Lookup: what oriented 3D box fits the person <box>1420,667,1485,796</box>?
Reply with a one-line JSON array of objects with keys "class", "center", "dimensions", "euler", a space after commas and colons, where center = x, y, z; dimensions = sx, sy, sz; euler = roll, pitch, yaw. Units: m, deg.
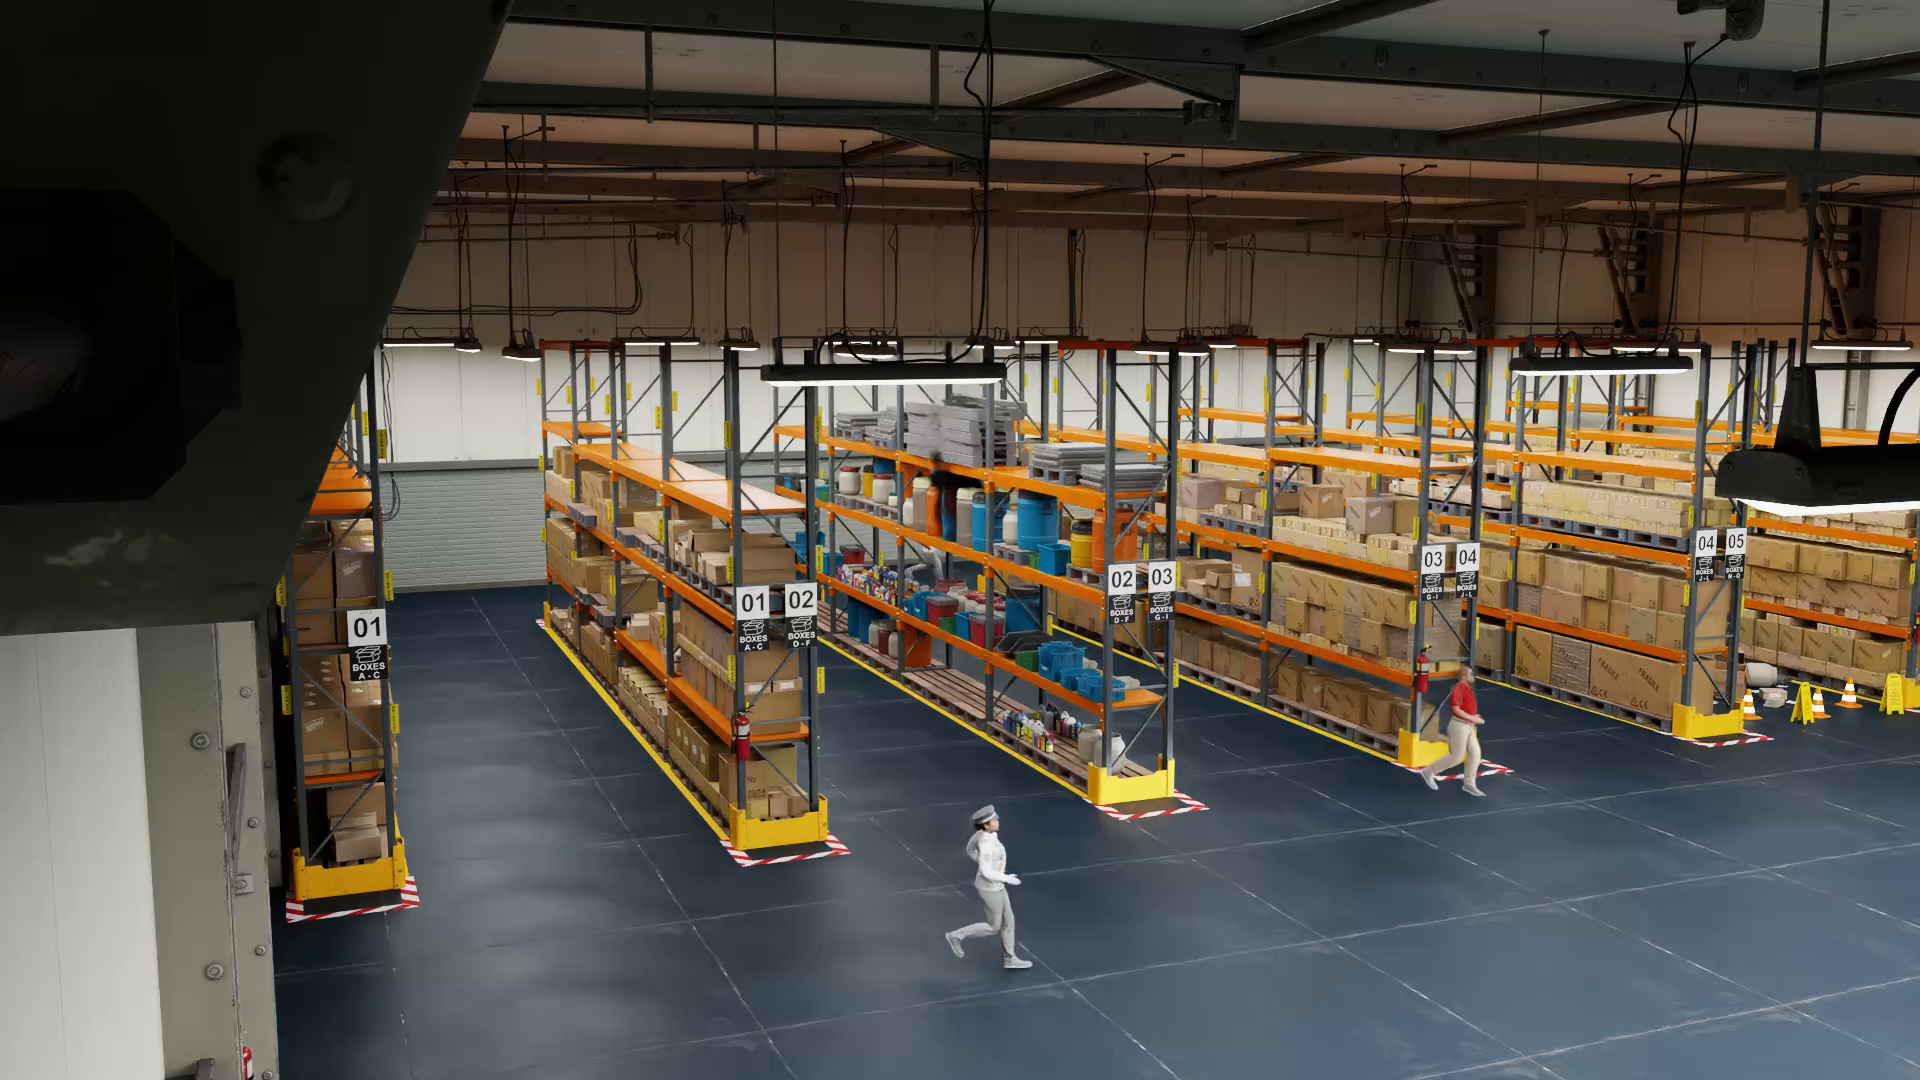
[{"class": "person", "center": [6.753, 2.576, 22.586], "dimensions": [0.849, 1.739, 0.719], "euler": [4, 8, 26]}]

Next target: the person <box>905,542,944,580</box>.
[{"class": "person", "center": [-0.758, 0.277, 40.006], "dimensions": [1.134, 1.763, 0.667], "euler": [0, 7, 0]}]

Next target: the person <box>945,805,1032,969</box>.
[{"class": "person", "center": [0.283, 3.401, 16.310], "dimensions": [0.861, 1.661, 0.632], "euler": [0, 7, -2]}]
